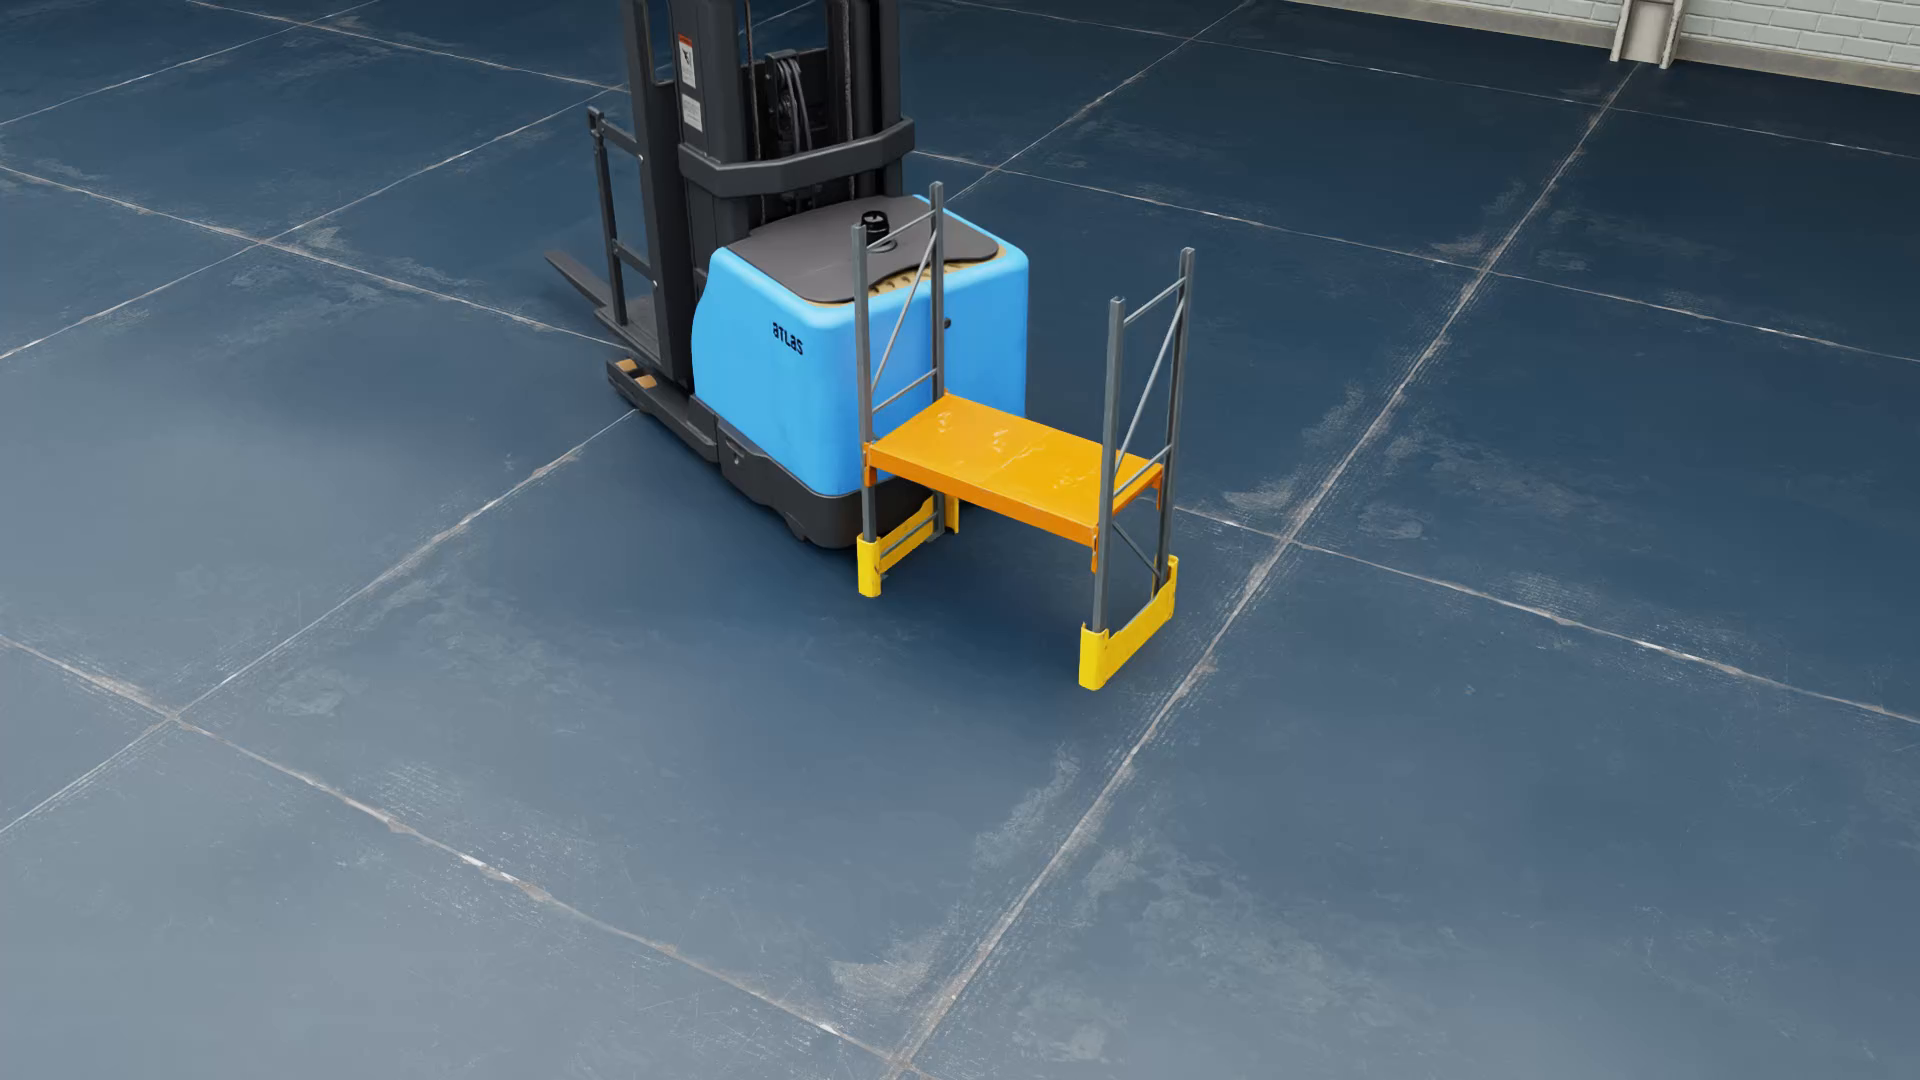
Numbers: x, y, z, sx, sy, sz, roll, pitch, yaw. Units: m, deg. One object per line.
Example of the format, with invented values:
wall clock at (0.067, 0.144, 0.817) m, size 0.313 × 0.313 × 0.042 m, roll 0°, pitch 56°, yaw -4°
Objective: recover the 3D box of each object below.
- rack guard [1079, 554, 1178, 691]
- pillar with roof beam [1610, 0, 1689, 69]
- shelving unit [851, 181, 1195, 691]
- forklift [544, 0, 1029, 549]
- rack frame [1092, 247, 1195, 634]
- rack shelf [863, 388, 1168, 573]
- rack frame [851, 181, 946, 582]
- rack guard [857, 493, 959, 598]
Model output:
rack guard at (0.619, 0.293, 6.084) m, size 0.087 × 0.250 × 0.587 m, roll 21°, pitch 39°, yaw 28°
pillar with roof beam at (2.765, -5.130, 6.335) m, size 0.400 × 9.000 × 9.100 m, roll 18°, pitch 37°, yaw 24°
shelving unit at (0.211, -0.385, 5.974) m, size 1.083 × 1.500 × 0.587 m, roll 21°, pitch 39°, yaw 28°
forklift at (-0.987, -1.951, 7.035) m, size 1.130 × 2.935 × 3.031 m, roll -22°, pitch 39°, yaw -29°
rack frame at (0.621, -0.227, 5.737) m, size 0.032 × 1.500 × 0.500 m, roll 21°, pitch 39°, yaw 28°
rack shelf at (0.203, -0.238, 6.078) m, size 1.000 × 0.185 × 0.538 m, roll 21°, pitch 39°, yaw 28°
rack frame at (-0.214, -0.548, 6.220) m, size 0.032 × 1.500 × 0.500 m, roll 21°, pitch 39°, yaw 28°
rack guard at (-0.198, -0.022, 6.557) m, size 0.087 × 0.250 × 0.587 m, roll 21°, pitch 39°, yaw 28°
